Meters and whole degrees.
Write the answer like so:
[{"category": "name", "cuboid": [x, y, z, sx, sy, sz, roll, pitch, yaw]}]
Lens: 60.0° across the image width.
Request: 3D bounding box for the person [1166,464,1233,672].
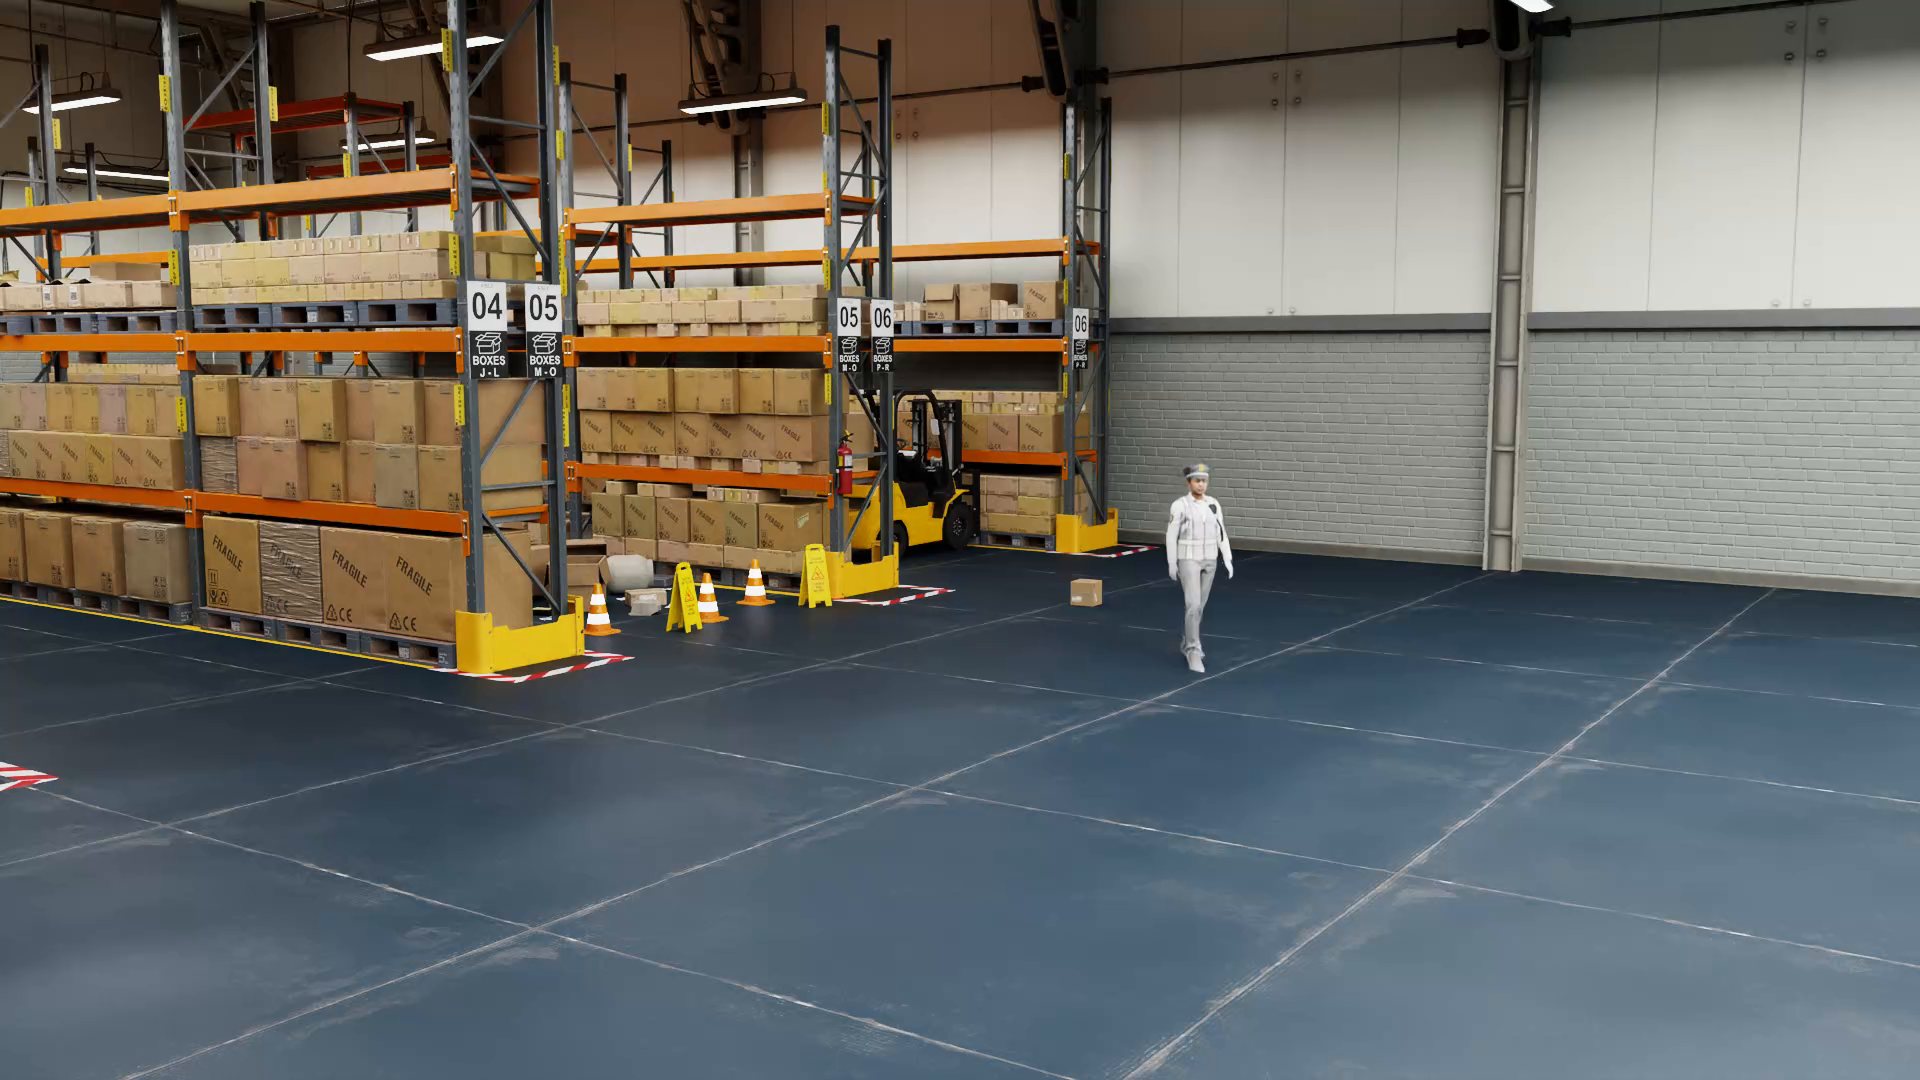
[{"category": "person", "cuboid": [2.024, 0.227, 13.982, 0.502, 1.744, 0.656, -2, 7, -19]}]
